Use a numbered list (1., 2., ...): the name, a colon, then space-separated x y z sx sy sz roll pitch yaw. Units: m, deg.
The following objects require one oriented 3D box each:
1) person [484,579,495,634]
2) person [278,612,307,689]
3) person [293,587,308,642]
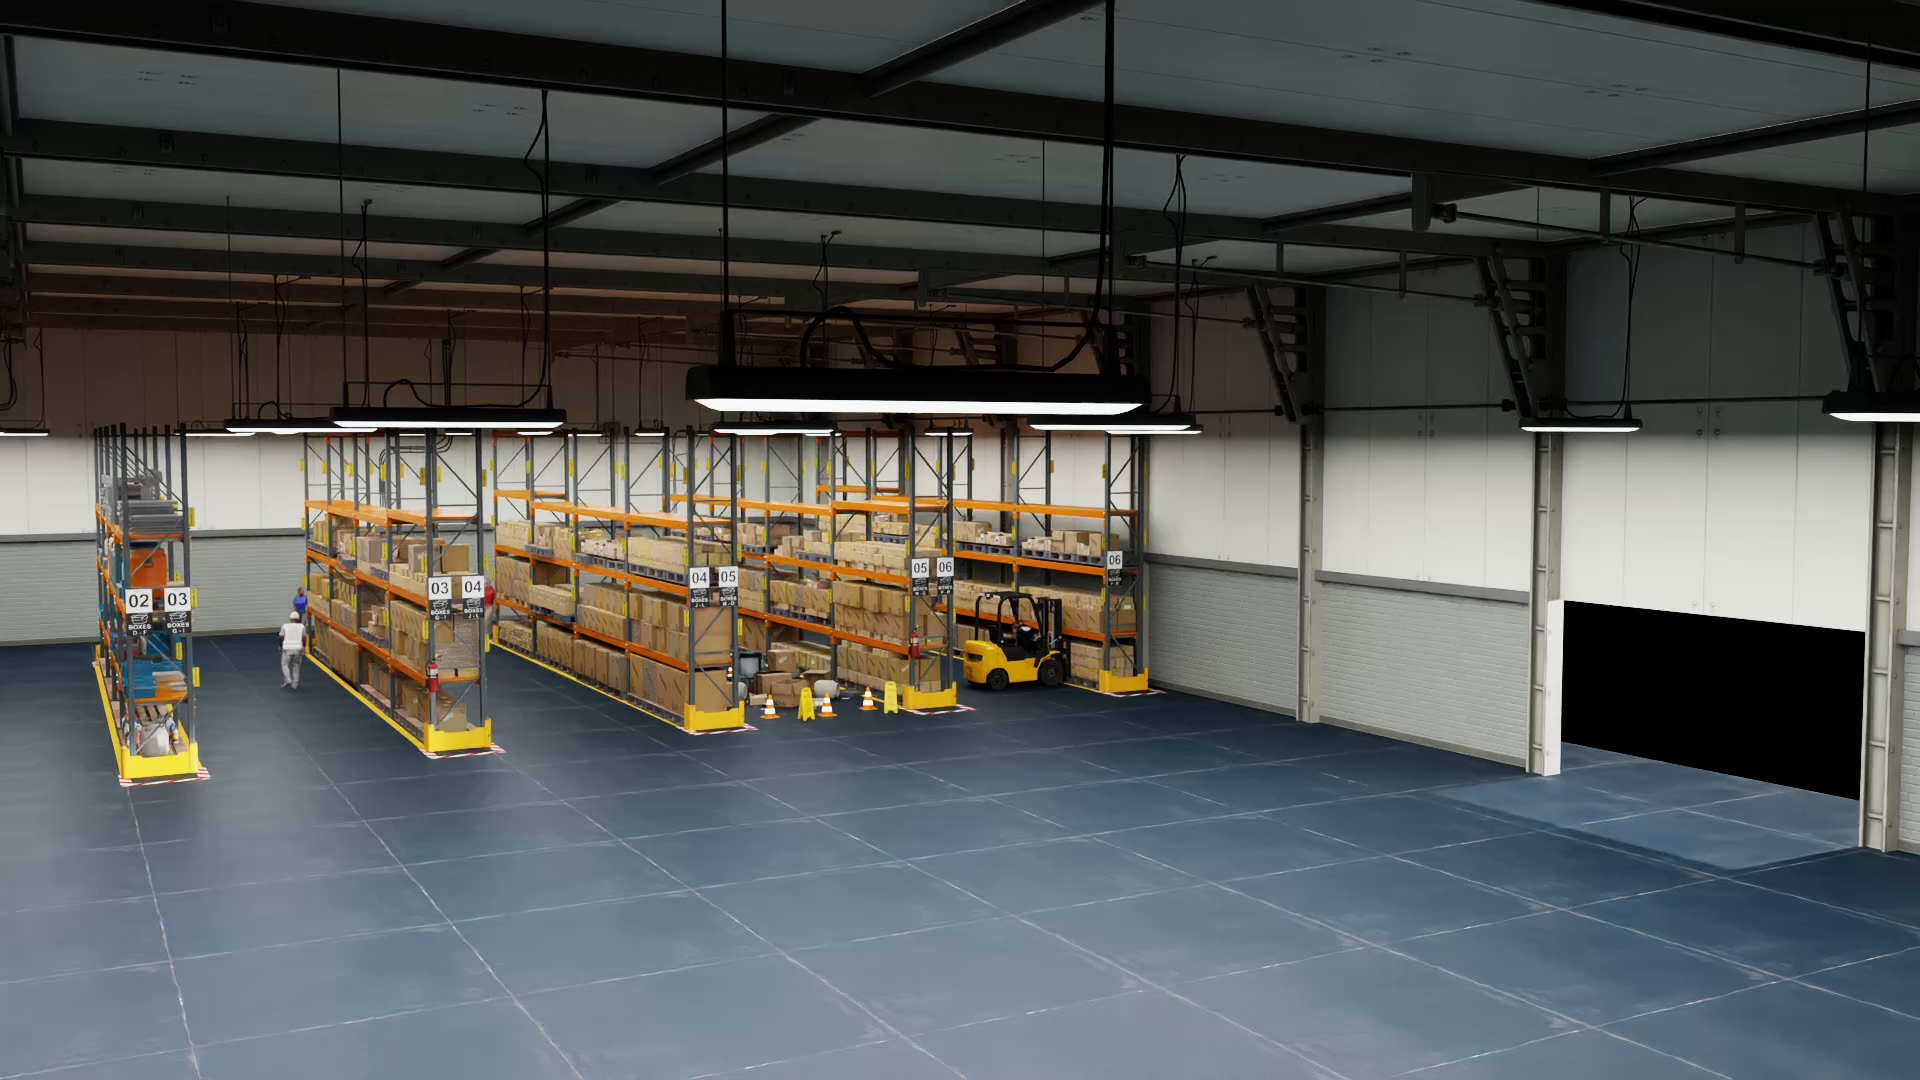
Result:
1. person: -13.648 1.960 48.055 0.568 1.688 0.945 1 3 9
2. person: -15.299 2.538 38.157 0.610 1.756 0.705 -2 4 -26
3. person: -18.506 2.107 46.693 0.418 1.554 1.113 -1 4 -11
